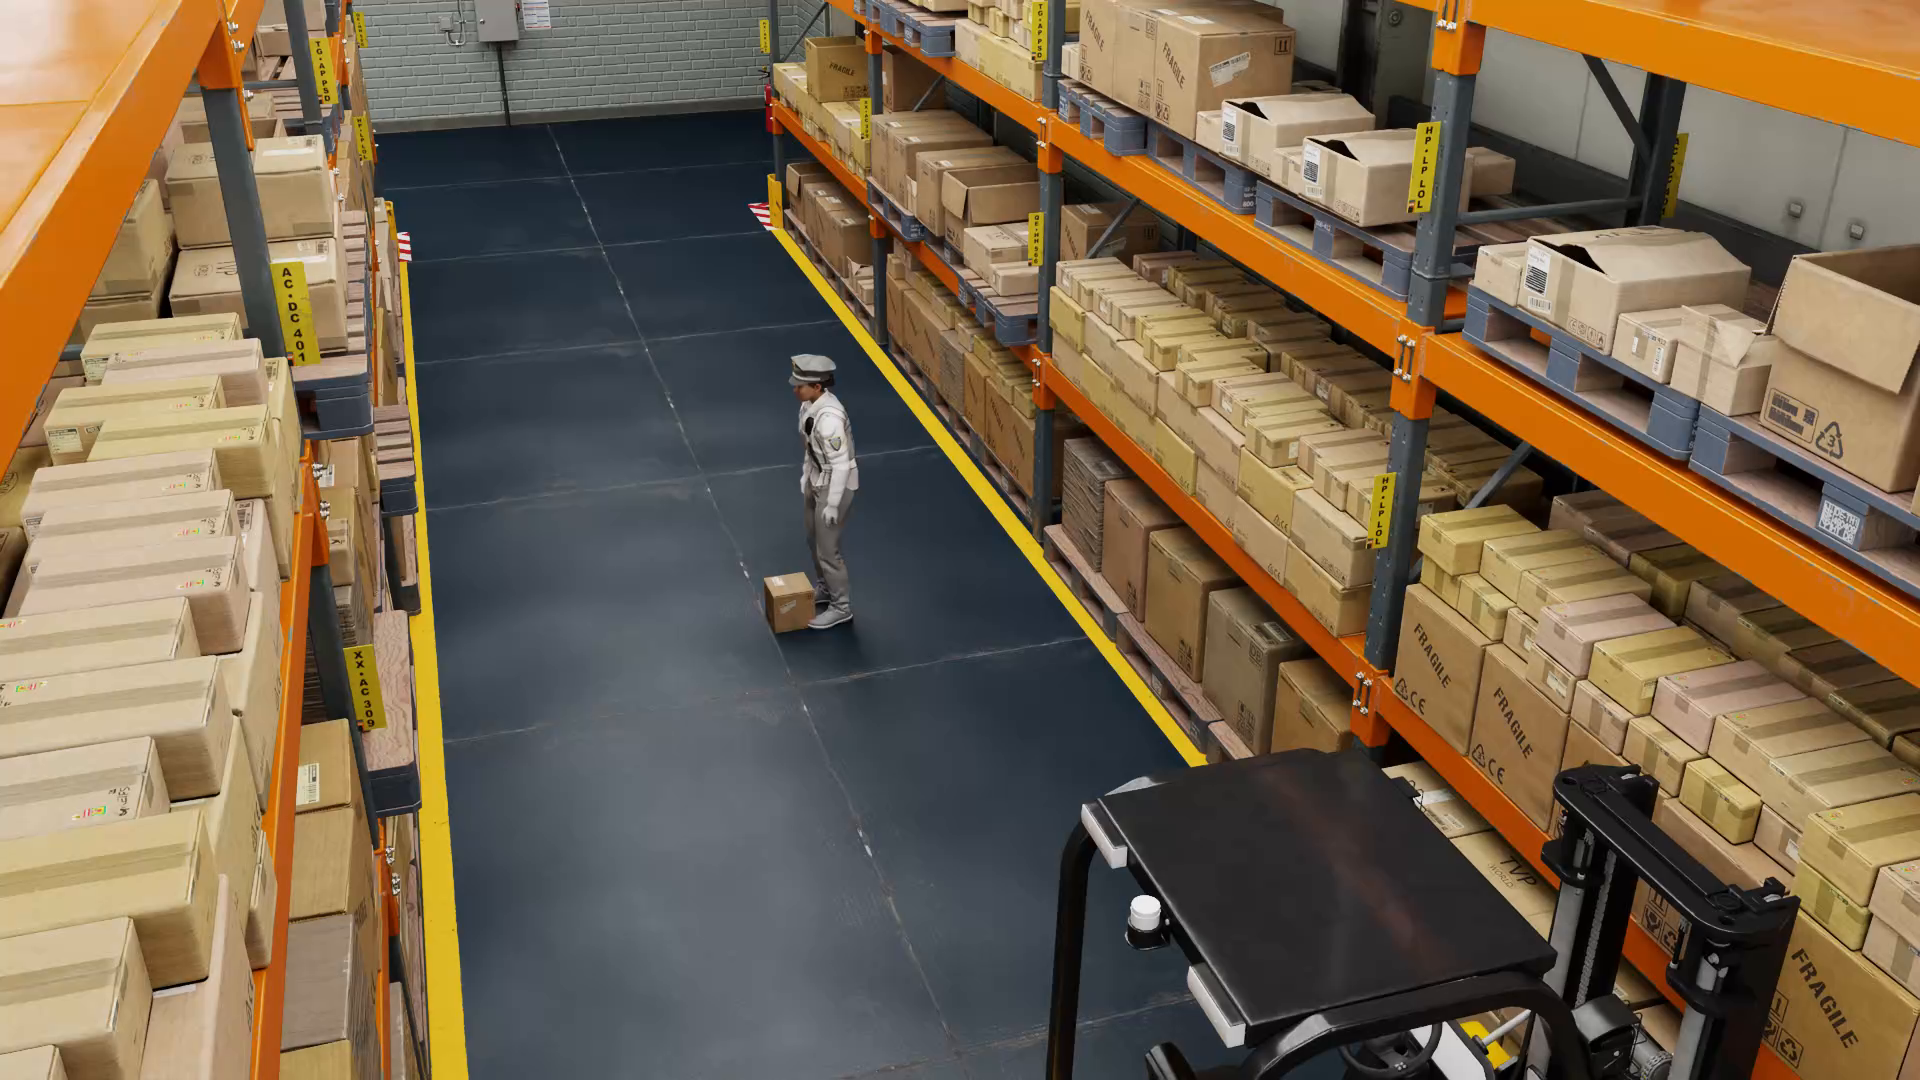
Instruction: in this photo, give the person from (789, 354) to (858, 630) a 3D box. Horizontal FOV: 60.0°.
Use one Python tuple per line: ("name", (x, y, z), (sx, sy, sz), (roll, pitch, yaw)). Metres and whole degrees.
("person", (-0.790, -0.293, 9.694), (0.370, 1.667, 0.547), (-10, 28, -19))
